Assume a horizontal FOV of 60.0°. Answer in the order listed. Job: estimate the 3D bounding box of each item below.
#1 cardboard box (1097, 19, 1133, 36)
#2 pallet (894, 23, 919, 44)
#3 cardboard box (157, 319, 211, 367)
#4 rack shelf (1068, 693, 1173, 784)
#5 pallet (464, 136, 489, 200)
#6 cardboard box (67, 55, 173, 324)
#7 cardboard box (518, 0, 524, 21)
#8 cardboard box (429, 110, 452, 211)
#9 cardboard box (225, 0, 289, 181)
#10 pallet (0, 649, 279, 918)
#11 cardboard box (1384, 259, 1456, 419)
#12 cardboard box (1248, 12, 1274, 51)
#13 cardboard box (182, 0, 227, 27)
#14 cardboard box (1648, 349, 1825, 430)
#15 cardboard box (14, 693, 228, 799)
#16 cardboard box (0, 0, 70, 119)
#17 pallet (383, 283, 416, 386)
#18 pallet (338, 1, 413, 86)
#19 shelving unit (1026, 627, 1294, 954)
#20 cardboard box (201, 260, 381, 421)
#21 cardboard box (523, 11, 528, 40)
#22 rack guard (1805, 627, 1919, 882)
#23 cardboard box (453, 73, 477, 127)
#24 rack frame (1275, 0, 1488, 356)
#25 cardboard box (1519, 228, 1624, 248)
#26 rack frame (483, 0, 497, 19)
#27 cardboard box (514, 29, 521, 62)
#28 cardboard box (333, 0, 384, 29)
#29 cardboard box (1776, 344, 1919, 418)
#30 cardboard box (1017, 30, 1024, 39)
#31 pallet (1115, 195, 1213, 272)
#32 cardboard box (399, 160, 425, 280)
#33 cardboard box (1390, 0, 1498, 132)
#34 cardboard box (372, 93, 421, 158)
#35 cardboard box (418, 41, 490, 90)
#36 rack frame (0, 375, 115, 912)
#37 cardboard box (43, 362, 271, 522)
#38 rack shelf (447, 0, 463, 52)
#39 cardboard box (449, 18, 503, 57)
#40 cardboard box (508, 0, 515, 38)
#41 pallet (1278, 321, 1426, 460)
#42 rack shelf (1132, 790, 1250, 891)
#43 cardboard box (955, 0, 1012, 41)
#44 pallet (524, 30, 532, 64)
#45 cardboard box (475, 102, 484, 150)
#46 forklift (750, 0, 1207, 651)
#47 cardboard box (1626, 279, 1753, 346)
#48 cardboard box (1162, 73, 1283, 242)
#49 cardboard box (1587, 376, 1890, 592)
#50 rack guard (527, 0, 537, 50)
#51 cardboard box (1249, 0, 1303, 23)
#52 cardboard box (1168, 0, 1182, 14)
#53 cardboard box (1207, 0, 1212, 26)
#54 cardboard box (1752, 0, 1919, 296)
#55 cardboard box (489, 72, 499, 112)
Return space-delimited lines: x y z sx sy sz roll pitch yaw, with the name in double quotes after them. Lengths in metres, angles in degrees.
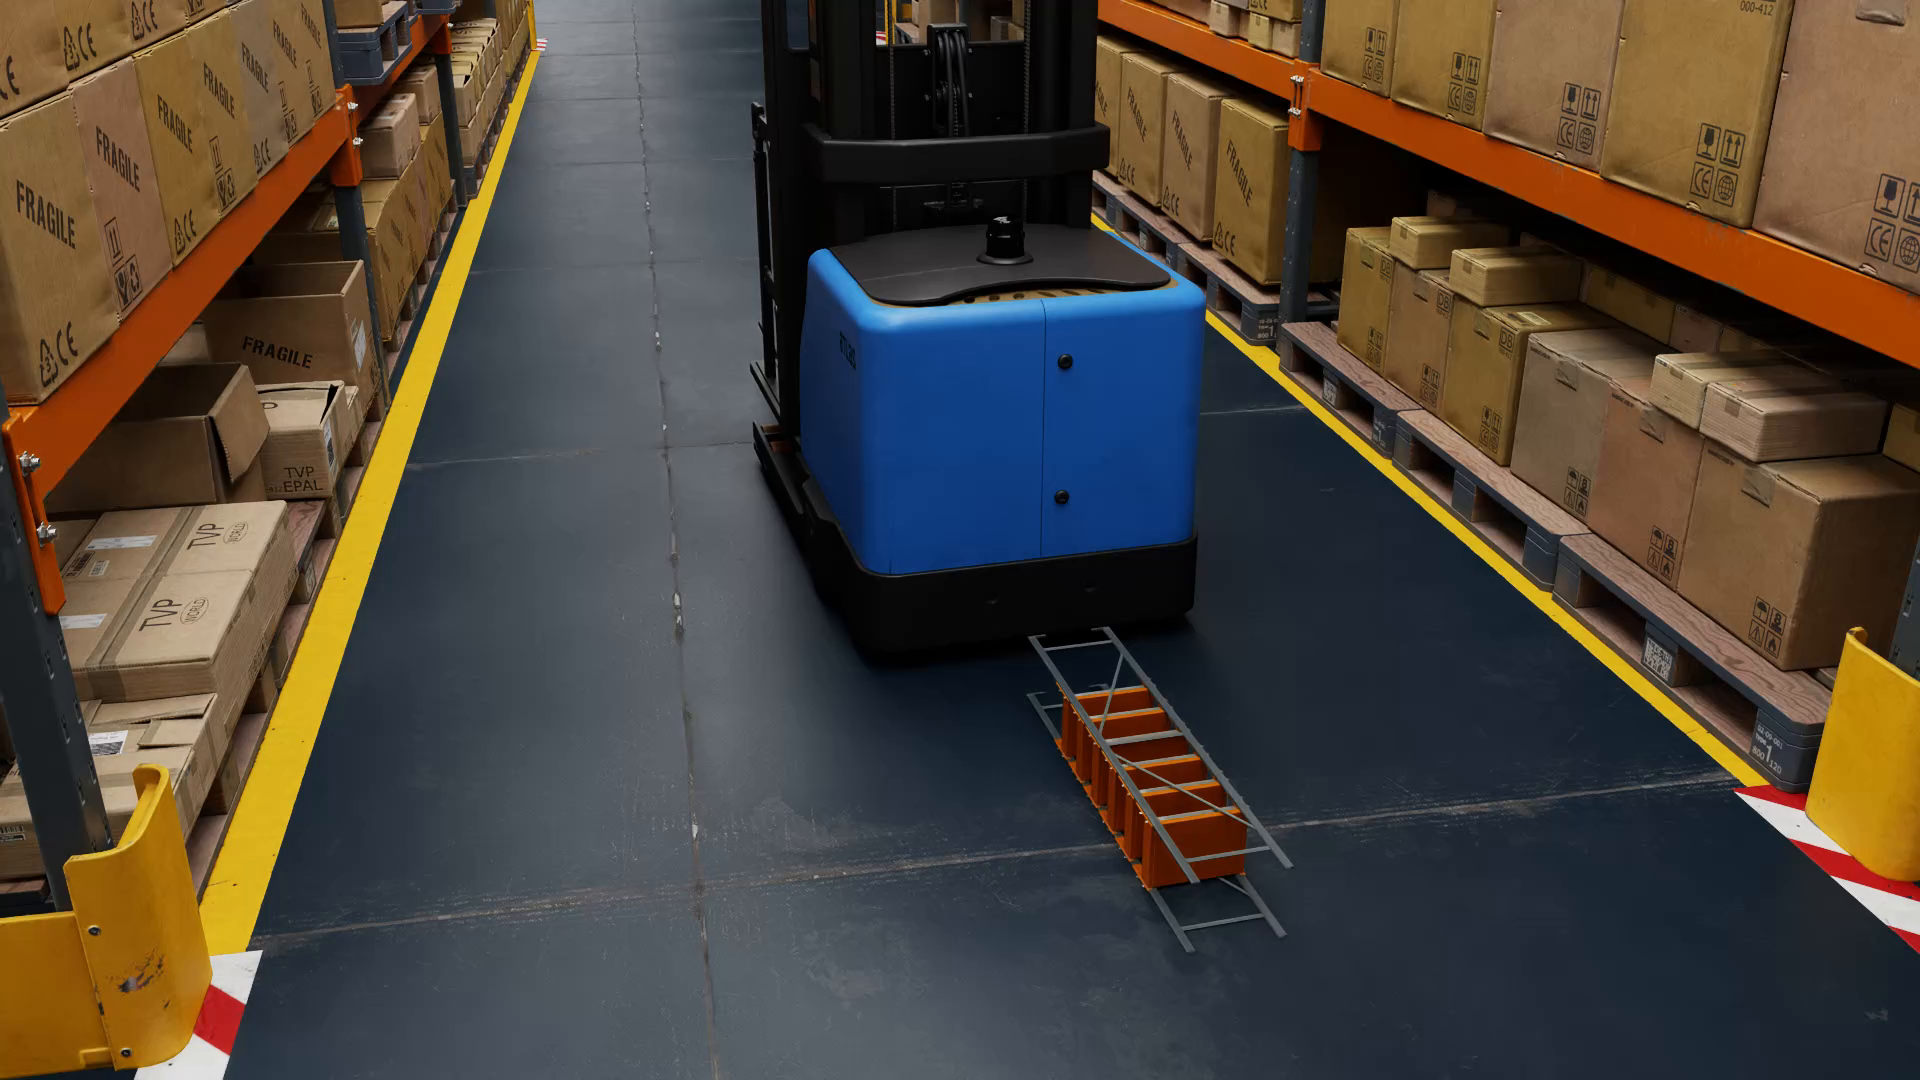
1.003 -3.741 12.204 0.500 0.250 0.500 -4 24 -9 "cardboard box"
-0.119 -5.350 17.735 1.003 0.211 1.213 -4 24 -10 "pallet"
-3.032 -0.680 6.368 0.500 0.311 0.500 -4 24 -10 "cardboard box"
0.418 0.514 4.326 0.258 0.180 0.103 -6 25 -14 "rack shelf"
-3.751 -2.514 11.242 1.003 0.211 1.213 -4 24 -10 "pallet"
-2.081 -0.761 3.619 0.500 0.500 0.500 -5 24 -10 "cardboard box"
-4.525 -5.306 16.126 0.500 0.500 0.500 -4 24 -10 "cardboard box"
-3.233 -2.170 9.545 0.500 0.500 0.500 -3 24 -8 "cardboard box"
-2.359 -1.355 4.980 0.500 0.500 0.500 -4 24 -9 "cardboard box"
-2.320 0.617 4.075 1.003 0.211 1.213 -4 24 -10 "pallet"
2.098 -0.807 6.448 0.700 0.500 0.500 -5 24 -10 "cardboard box"
1.560 -2.363 7.702 0.380 0.149 0.250 -4 24 -9 "cardboard box"
-2.267 -1.618 4.333 0.500 0.500 0.500 -5 24 -10 "cardboard box"
2.232 -0.436 4.788 0.380 0.149 0.250 -4 24 -8 "cardboard box"
-1.943 0.490 3.870 0.380 0.166 0.250 -4 24 -10 "cardboard box"
-1.980 -1.016 2.955 0.500 0.500 0.500 -4 24 -8 "cardboard box"
-3.085 -0.931 7.617 1.003 0.211 1.213 -4 24 -10 "pallet"
-2.938 -2.126 7.110 1.003 0.211 1.213 -4 24 -10 "pallet"
0.460 0.578 4.181 0.258 0.189 1.200 -6 25 -14 "shelving unit"
-2.513 -0.744 6.280 0.500 0.500 0.500 -4 24 -10 "cardboard box"
-4.622 -5.159 16.725 0.500 0.250 0.500 -4 24 -10 "cardboard box"
2.714 0.469 4.052 1.175 0.500 0.348 -4 24 -10 "rack guard"
-3.445 -2.882 10.811 0.500 0.311 0.500 -4 24 -8 "cardboard box"
1.970 -2.260 7.176 1.000 3.000 0.127 -4 24 -10 "rack frame"
2.325 -1.063 6.224 0.380 0.149 0.250 -5 24 -11 "cardboard box"
-4.376 -5.038 13.538 1.000 3.000 0.127 -4 24 -10 "rack frame"
-4.339 -4.569 15.376 0.500 0.250 0.500 -4 24 -10 "cardboard box"
-2.765 -2.333 6.694 0.700 0.500 0.500 -13 27 -27 "cardboard box"
2.607 -0.463 4.851 0.380 0.149 0.250 -4 24 -10 "cardboard box"
0.843 -3.771 13.210 0.700 0.500 0.500 -4 24 -9 "cardboard box"
1.525 -1.760 9.517 1.003 0.211 1.213 -4 24 -10 "pallet"
-2.942 -1.562 8.152 0.500 0.500 0.500 -4 24 -9 "cardboard box"
2.184 -1.895 5.966 0.980 0.700 0.700 -5 24 -11 "cardboard box"
-3.025 -2.090 8.424 0.500 0.250 0.500 -5 24 -11 "cardboard box"
-3.738 -3.491 12.205 0.500 0.311 0.500 -5 24 -10 "cardboard box"
-2.157 -0.318 2.731 1.000 3.000 0.127 -4 24 -10 "rack frame"
-2.545 -0.210 5.053 0.797 0.503 0.637 -4 24 -10 "cardboard box"
-4.007 -3.922 11.881 1.077 0.370 4.000 -4 24 -10 "rack shelf"
-4.020 -4.089 13.576 0.500 0.311 0.500 -4 24 -10 "cardboard box"
-4.255 -4.716 14.774 0.500 0.500 0.500 -4 24 -10 "cardboard box"
2.034 -0.677 7.036 1.003 0.211 1.213 -4 24 -10 "pallet"
0.542 0.702 3.902 0.258 0.180 0.103 -6 25 -14 "rack shelf"
0.260 -4.868 15.721 0.500 0.500 0.500 -6 24 -14 "cardboard box"
-4.934 -5.036 17.017 1.003 0.211 1.213 -4 24 -10 "pallet"
-3.539 -2.823 11.376 0.500 0.250 0.500 -5 24 -11 "cardboard box"
-0.166 -1.583 5.713 1.130 2.935 3.031 -6 24 -14 "forklift"
2.466 -0.763 5.536 0.380 0.149 0.250 -4 24 -9 "cardboard box"
1.555 -2.062 8.885 0.750 0.750 0.750 -4 24 -8 "cardboard box"
2.390 -0.198 5.054 0.700 0.500 0.500 -4 24 -10 "cardboard box"
-5.121 -5.475 17.662 1.175 0.500 0.348 -4 24 -10 "rack guard"
1.637 -2.614 7.465 0.500 0.500 0.500 -5 24 -11 "cardboard box"
1.358 -2.978 9.109 0.380 0.149 0.250 -4 24 -9 "cardboard box"
1.470 -2.669 8.402 0.380 0.149 0.250 -4 24 -10 "cardboard box"
2.606 -1.024 3.971 0.980 0.700 0.700 -3 24 -7 "cardboard box"
-3.828 -3.429 12.763 0.500 0.250 0.500 -4 24 -9 "cardboard box"
